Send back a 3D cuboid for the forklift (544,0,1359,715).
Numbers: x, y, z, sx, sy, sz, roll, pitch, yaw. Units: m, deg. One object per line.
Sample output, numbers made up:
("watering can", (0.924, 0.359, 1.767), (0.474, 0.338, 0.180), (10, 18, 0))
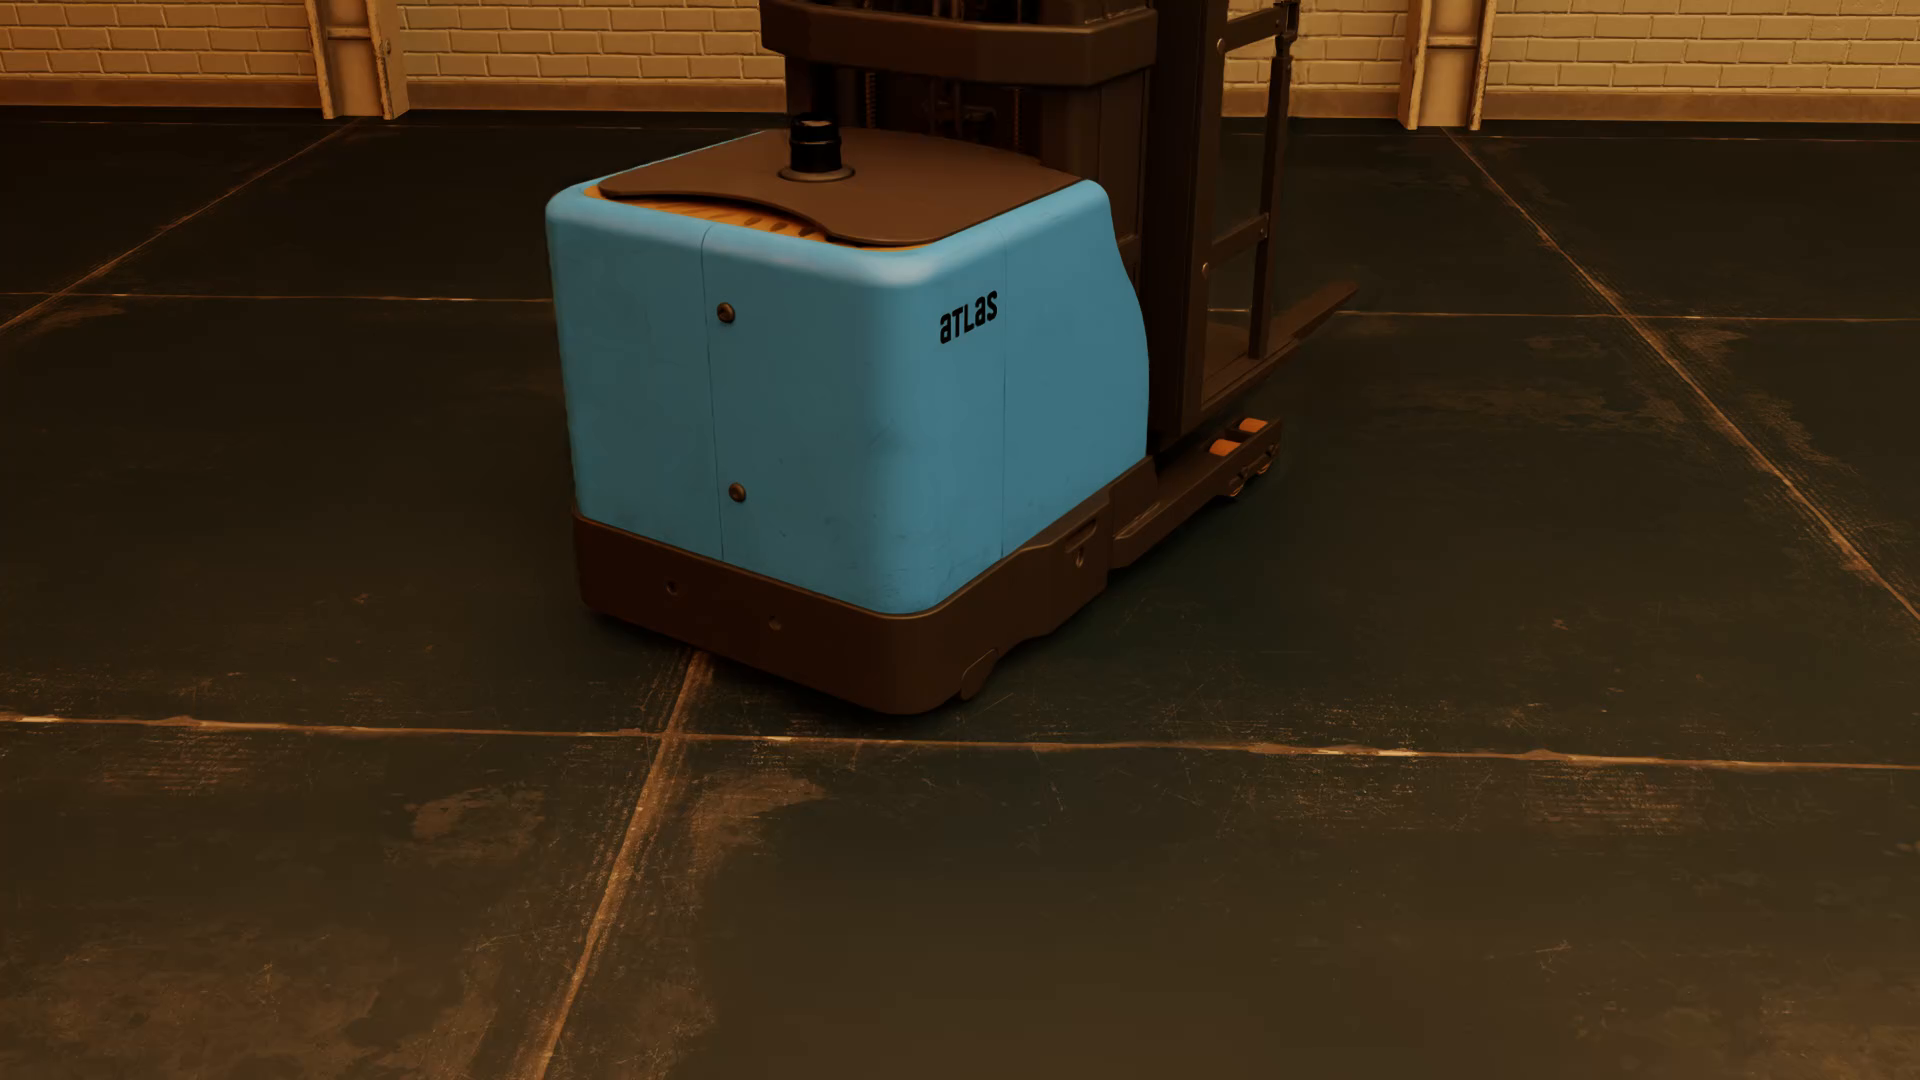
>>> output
("forklift", (0.296, -1.540, 4.330), (1.130, 2.935, 3.031), (16, 31, 29))
